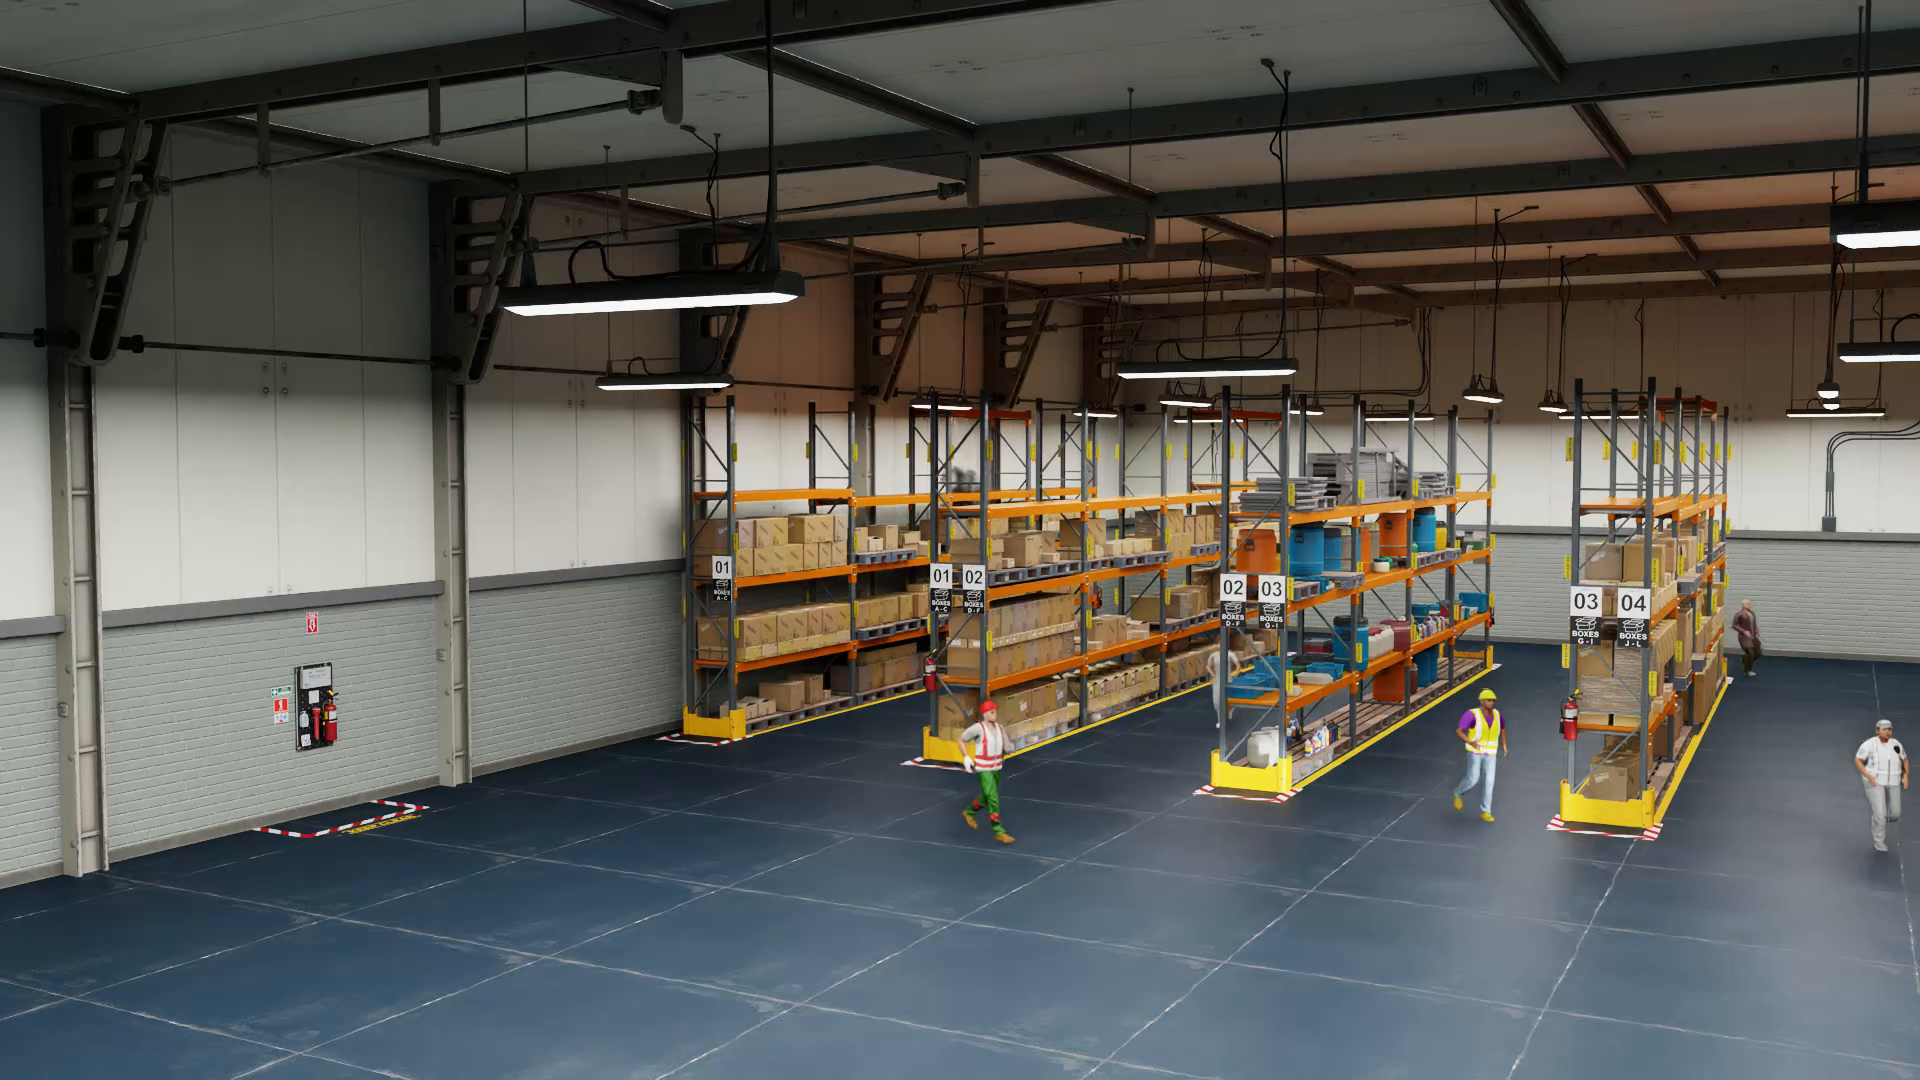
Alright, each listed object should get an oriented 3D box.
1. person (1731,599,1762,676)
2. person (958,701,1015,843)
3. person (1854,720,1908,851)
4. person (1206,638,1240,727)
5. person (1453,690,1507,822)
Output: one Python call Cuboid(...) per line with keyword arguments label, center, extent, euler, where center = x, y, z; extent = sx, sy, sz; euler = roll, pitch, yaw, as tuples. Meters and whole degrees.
Cuboid(label="person", center=(17.590, 2.181, 37.182), extent=(0.702, 1.706, 0.629), euler=(-1, 3, -18))
Cuboid(label="person", center=(0.349, 2.949, 21.419), extent=(0.661, 1.769, 0.993), euler=(-3, 4, -43))
Cuboid(label="person", center=(11.696, 3.081, 21.130), extent=(0.644, 1.628, 0.605), euler=(0, 3, 5))
Cuboid(label="person", center=(4.774, 2.594, 30.295), extent=(0.601, 1.636, 0.578), euler=(1, 3, 21))
Cuboid(label="person", center=(7.171, 2.916, 22.810), extent=(0.764, 1.754, 0.863), euler=(-1, 3, -12))
